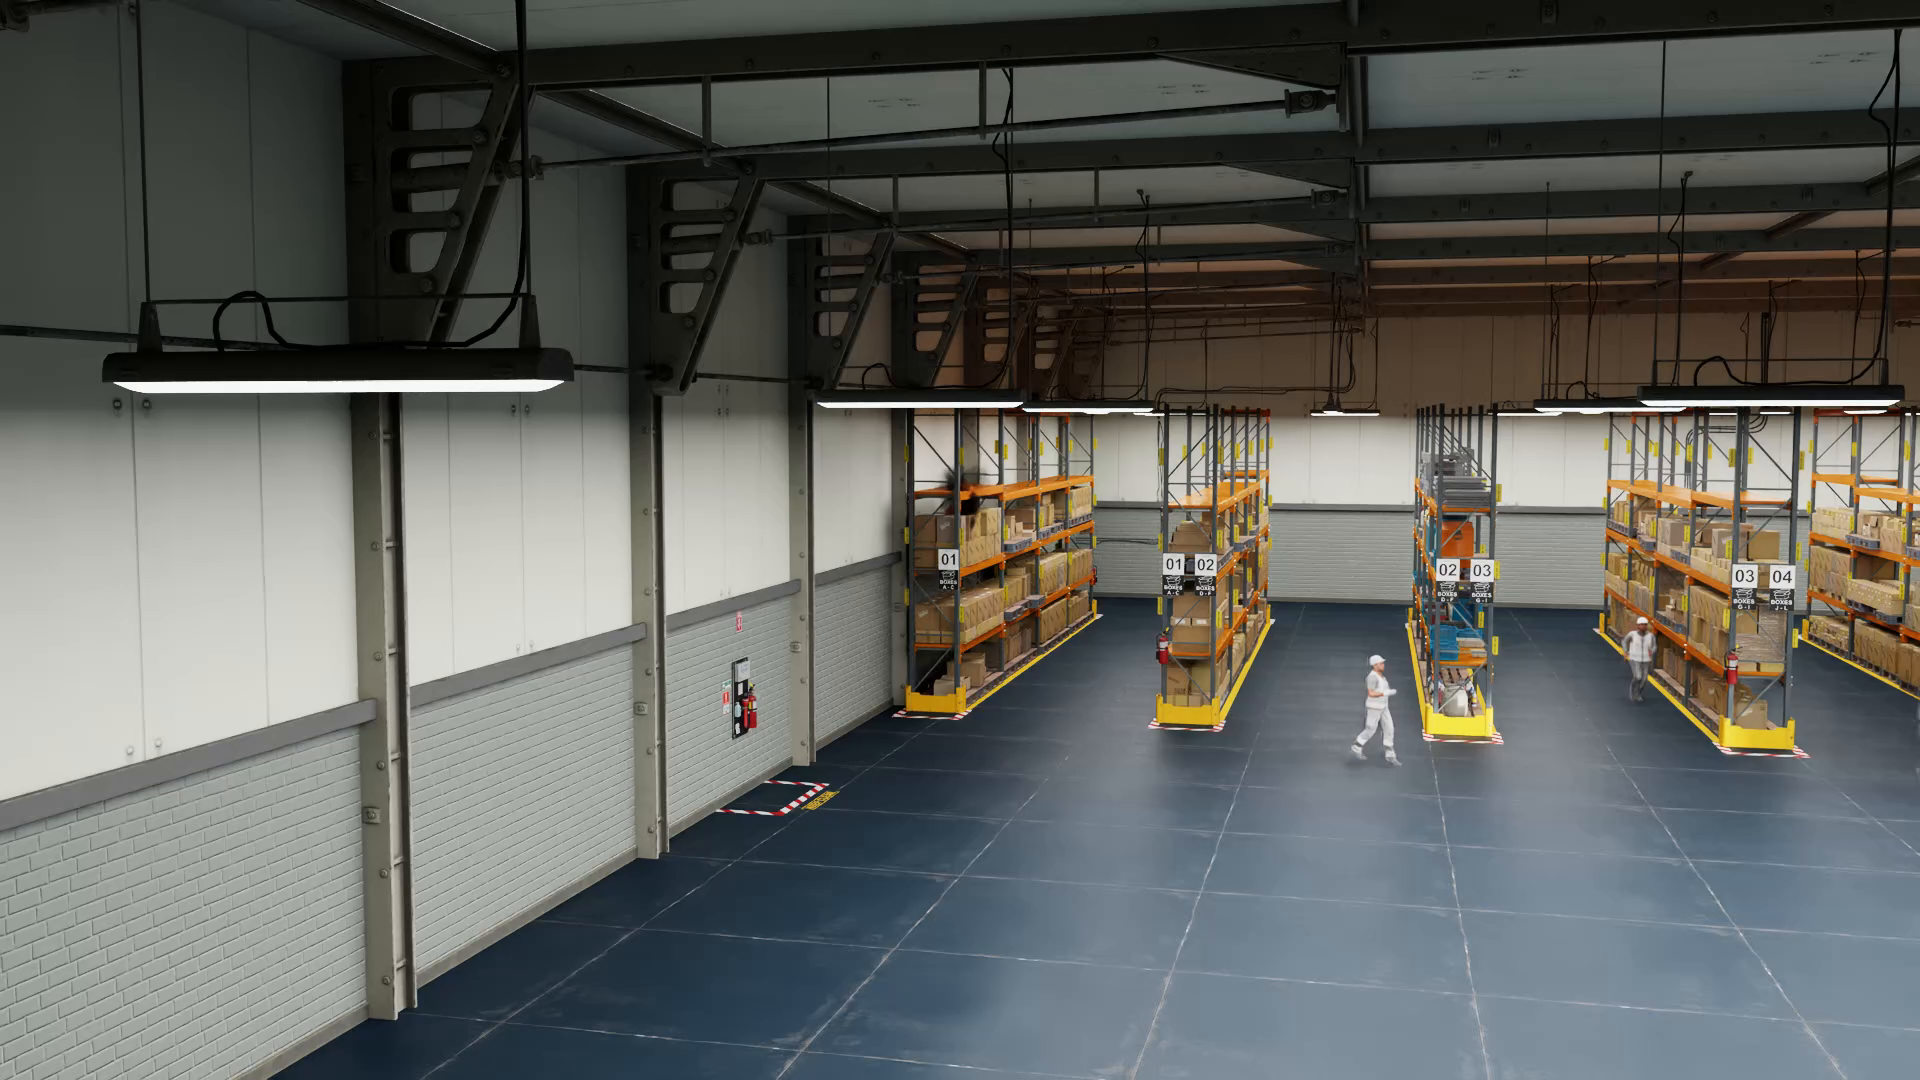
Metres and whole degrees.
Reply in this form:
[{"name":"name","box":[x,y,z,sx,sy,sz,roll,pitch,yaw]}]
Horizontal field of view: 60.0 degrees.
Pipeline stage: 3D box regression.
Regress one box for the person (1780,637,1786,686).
[{"name":"person","box":[17.578,2.234,35.786,0.657,1.726,0.949,1,4,7]}]

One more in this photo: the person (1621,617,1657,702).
[{"name":"person","box":[13.671,2.407,33.420,0.622,1.728,0.733,0,4,6]}]

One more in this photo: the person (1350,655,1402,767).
[{"name":"person","box":[6.877,2.810,27.482,0.857,1.828,0.644,3,5,38]}]
